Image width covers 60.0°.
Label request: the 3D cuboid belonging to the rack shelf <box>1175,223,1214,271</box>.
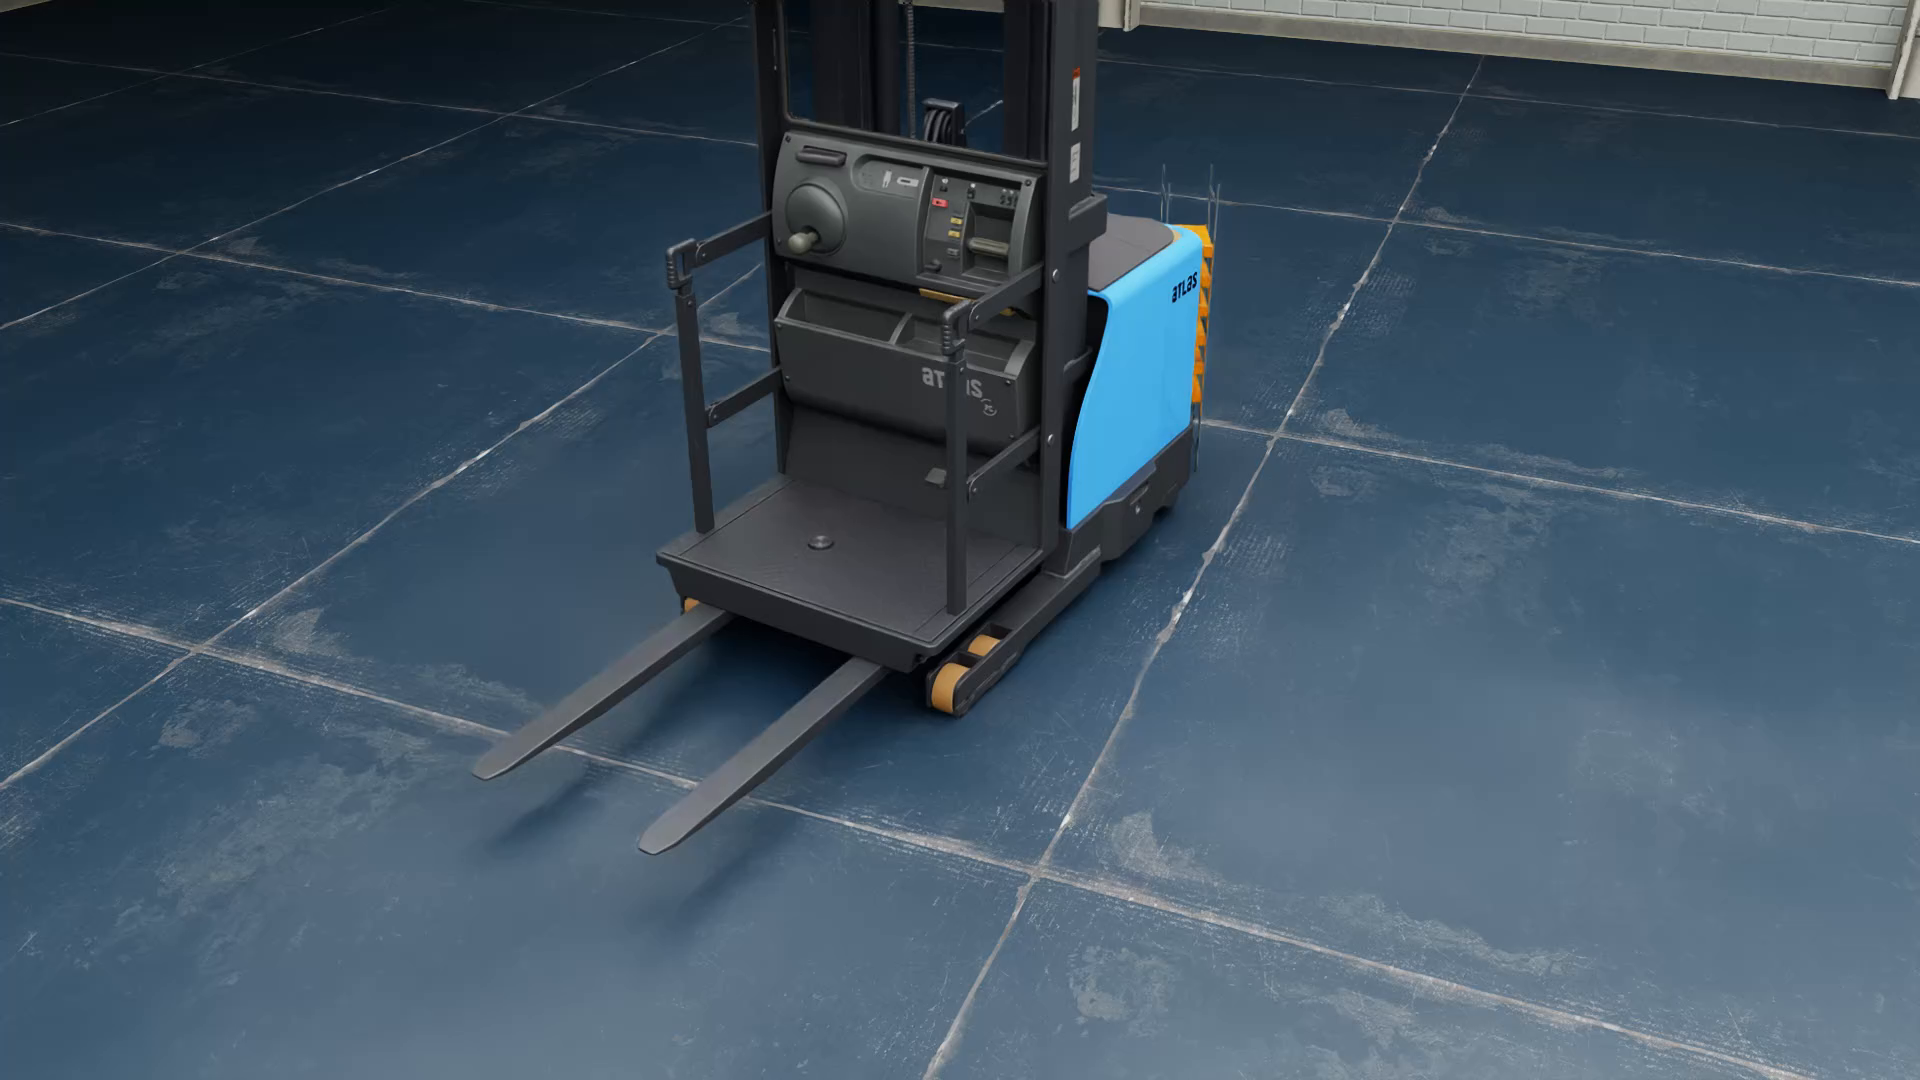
[{"bbox_3d":[0.867,-1.127,6.383,0.180,0.103,0.258,1,29,1],"label":"rack shelf"}]

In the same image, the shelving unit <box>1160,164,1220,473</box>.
[{"bbox_3d":[0.867,-0.852,6.538,0.189,1.200,0.258,1,29,1],"label":"shelving unit"}]

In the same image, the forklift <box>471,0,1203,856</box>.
[{"bbox_3d":[-0.295,-0.981,5.006,1.130,2.935,3.031,17,34,27],"label":"forklift"}]

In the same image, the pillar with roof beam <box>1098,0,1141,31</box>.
[{"bbox_3d":[-0.357,-6.227,8.122,0.400,9.000,9.100,11,31,19],"label":"pillar with roof beam"}]

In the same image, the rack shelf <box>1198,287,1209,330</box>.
[{"bbox_3d":[0.867,-0.918,6.501,0.180,0.103,0.258,1,29,1],"label":"rack shelf"}]

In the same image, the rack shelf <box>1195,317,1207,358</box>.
[{"bbox_3d":[0.867,-0.813,6.560,0.180,0.103,0.258,1,29,1],"label":"rack shelf"}]

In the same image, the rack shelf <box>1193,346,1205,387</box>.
[{"bbox_3d":[0.867,-0.709,6.619,0.180,0.103,0.258,1,29,1],"label":"rack shelf"}]

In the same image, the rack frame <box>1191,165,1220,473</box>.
[{"bbox_3d":[0.958,-0.851,6.537,0.006,1.200,0.240,1,29,1],"label":"rack frame"}]

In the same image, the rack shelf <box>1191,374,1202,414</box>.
[{"bbox_3d":[0.867,-0.604,6.678,0.180,0.103,0.258,1,29,1],"label":"rack shelf"}]

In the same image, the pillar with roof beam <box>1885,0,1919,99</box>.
[{"bbox_3d":[5.203,-5.117,6.158,0.400,9.000,9.100,11,31,19],"label":"pillar with roof beam"}]

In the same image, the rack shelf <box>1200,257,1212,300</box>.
[{"bbox_3d":[0.867,-1.022,6.442,0.180,0.103,0.258,1,29,1],"label":"rack shelf"}]

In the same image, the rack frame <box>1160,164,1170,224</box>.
[{"bbox_3d":[0.775,-0.853,6.540,0.006,1.200,0.240,1,29,1],"label":"rack frame"}]
